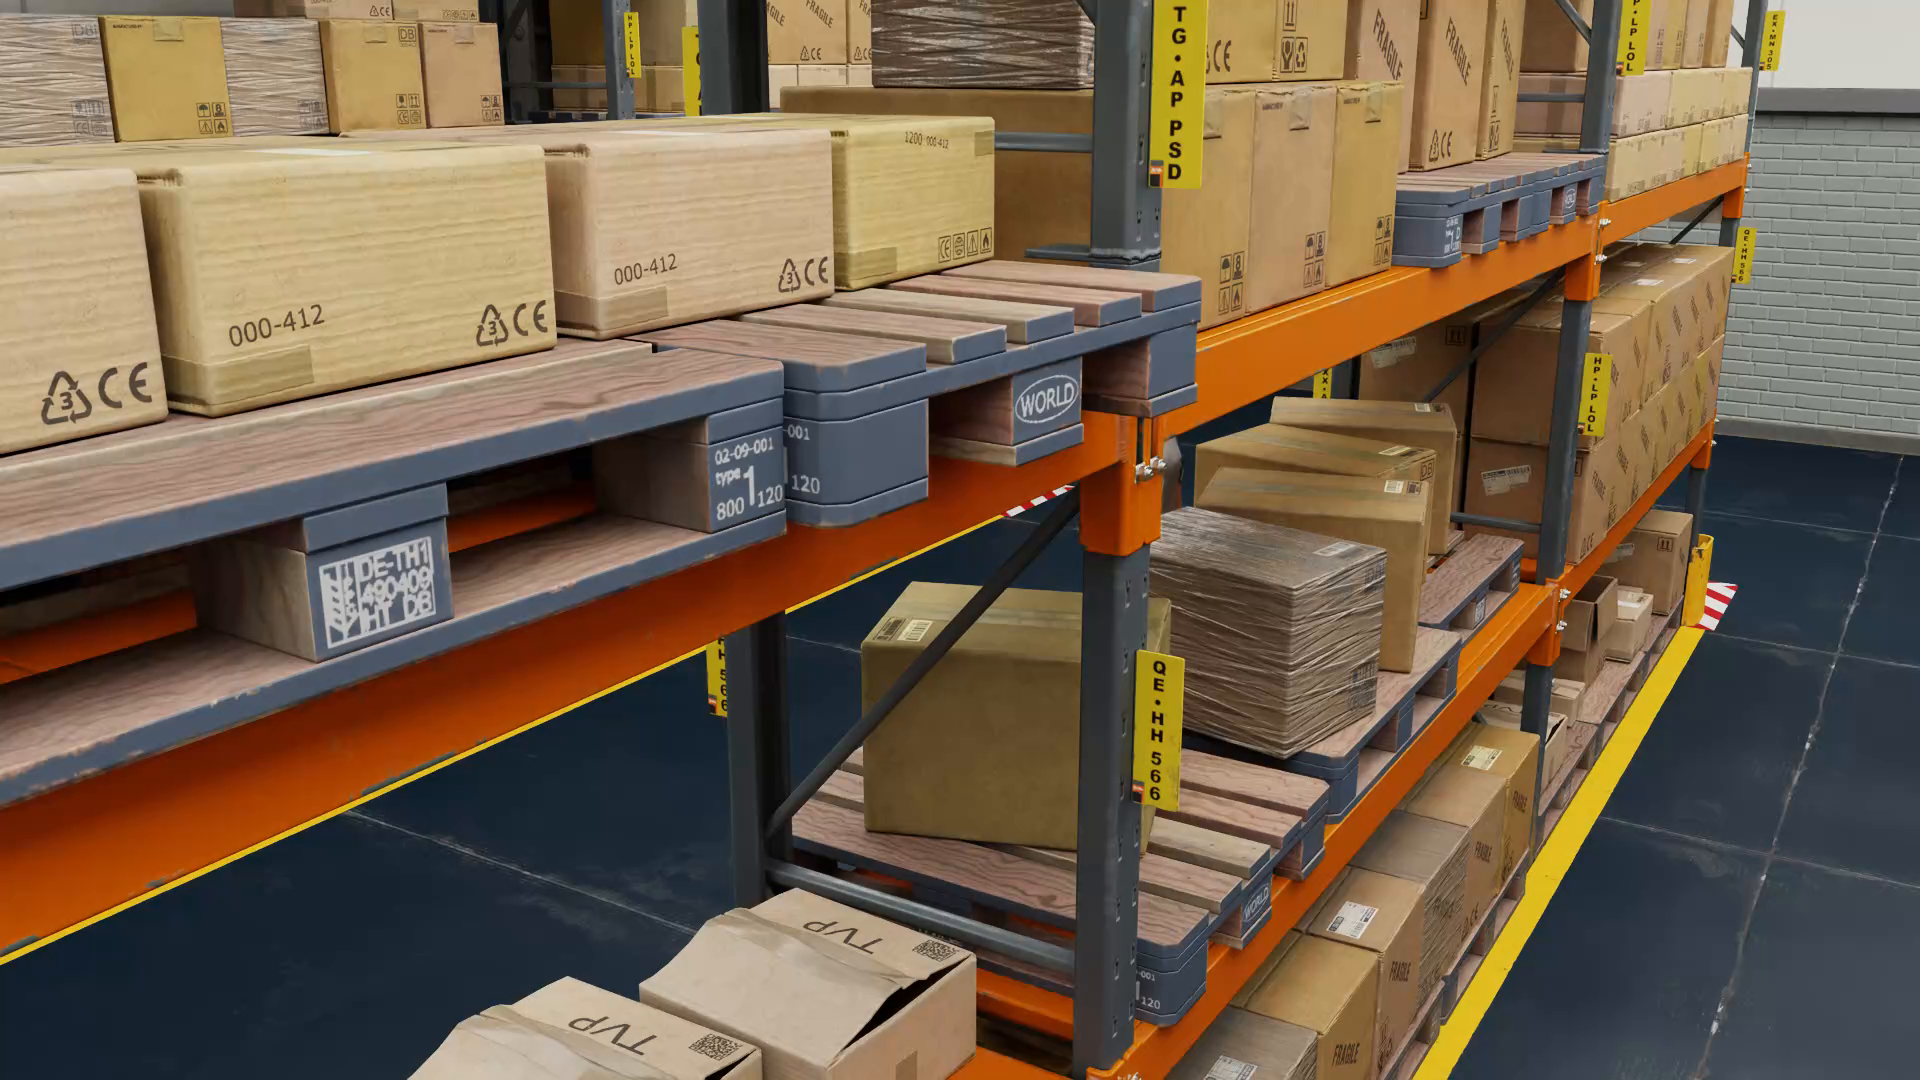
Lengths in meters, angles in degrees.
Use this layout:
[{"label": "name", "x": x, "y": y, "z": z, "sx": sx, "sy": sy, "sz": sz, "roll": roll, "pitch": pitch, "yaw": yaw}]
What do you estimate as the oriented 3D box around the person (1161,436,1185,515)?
[{"label": "person", "x": 1.114, "y": -0.086, "z": 9.404, "sx": 0.354, "sy": 1.645, "sz": 0.456, "roll": 10, "pitch": 19, "yaw": 32}]
